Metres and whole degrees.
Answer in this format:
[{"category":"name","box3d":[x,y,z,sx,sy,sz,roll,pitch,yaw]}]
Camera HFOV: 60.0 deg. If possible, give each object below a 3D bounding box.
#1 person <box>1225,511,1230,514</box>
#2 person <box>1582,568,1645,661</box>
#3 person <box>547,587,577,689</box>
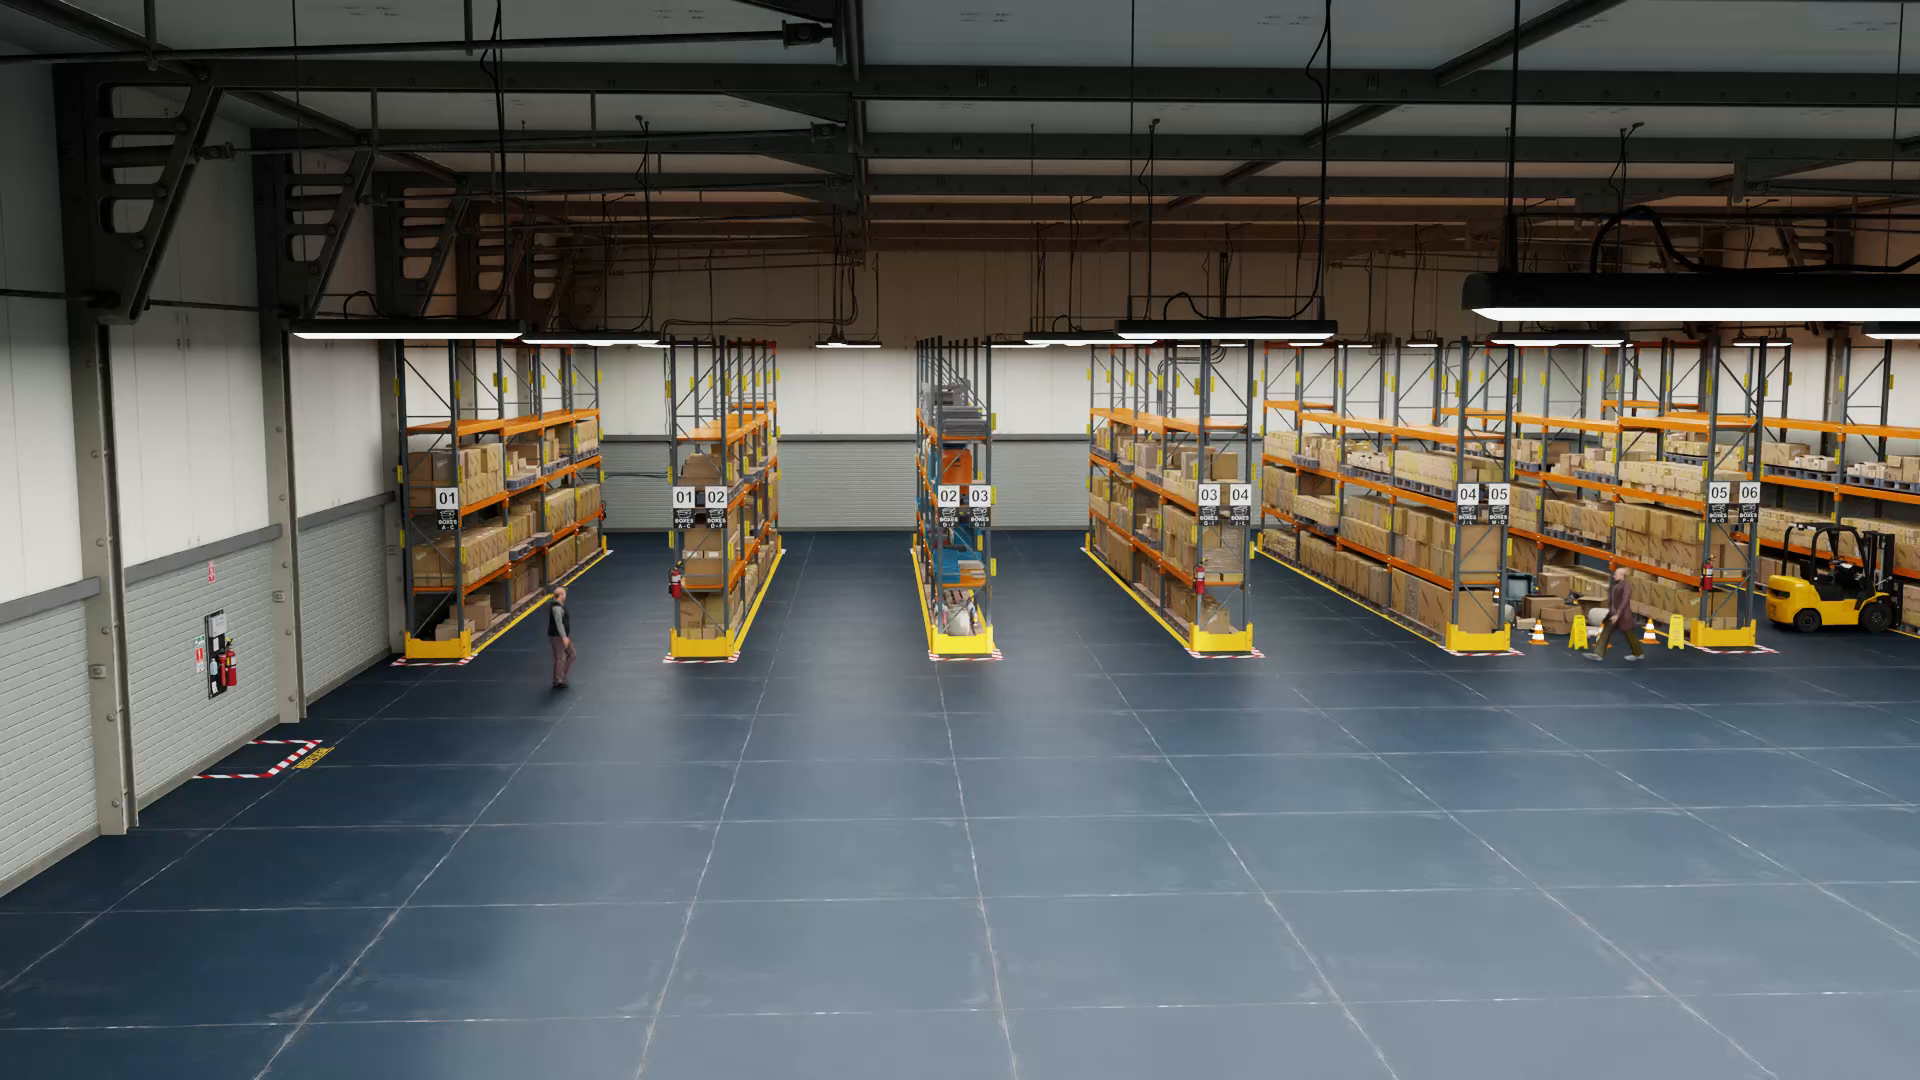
[{"category":"person","box3d":[7.281,-0.333,46.115,0.537,1.693,0.432,-2,7,-17]},{"category":"person","box3d":[12.091,1.379,30.574,1.101,1.730,0.561,-2,7,-20]},{"category":"person","box3d":[-6.800,1.671,28.327,0.446,1.738,0.595,0,6,2]}]
